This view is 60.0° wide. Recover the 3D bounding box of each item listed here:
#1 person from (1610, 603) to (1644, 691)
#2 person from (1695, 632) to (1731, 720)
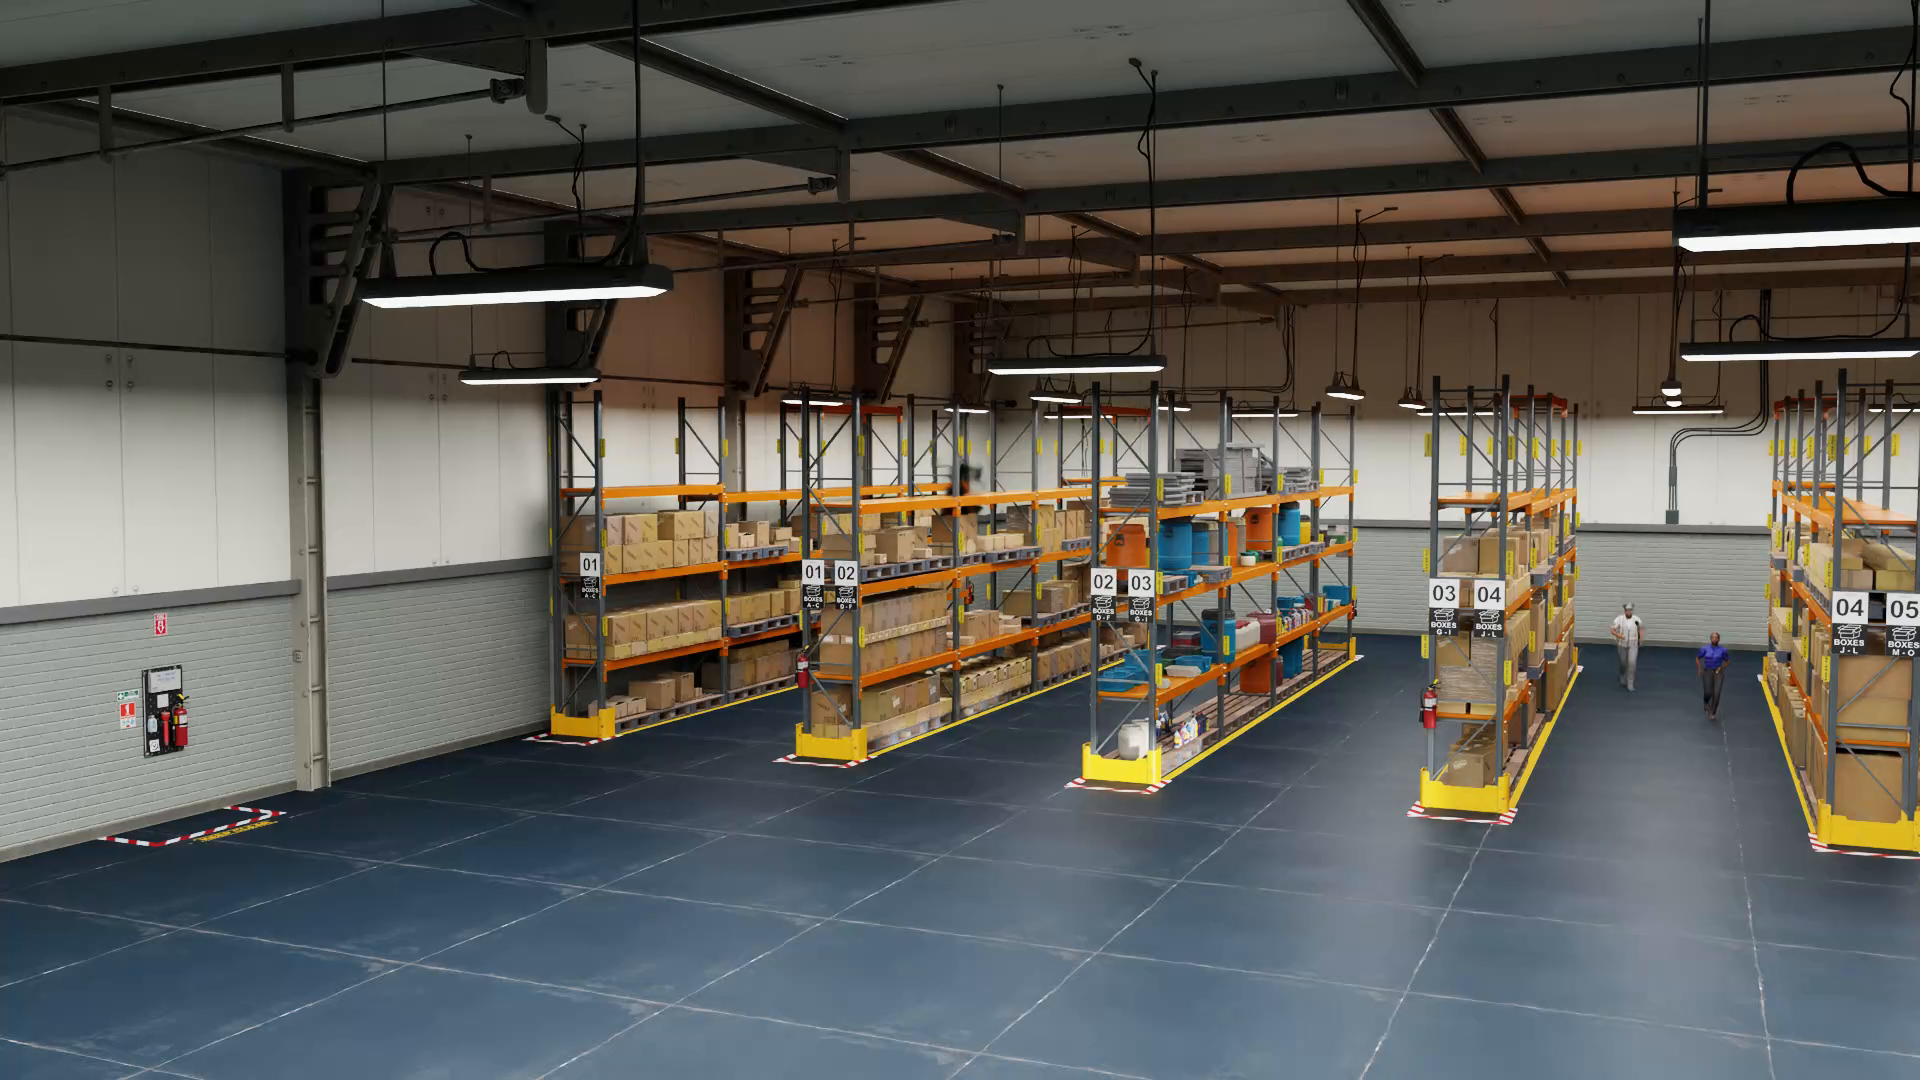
[{"bbox_3d":[13.928,2.203,34.723,0.659,1.791,0.913,1,3,20],"label":"person"},{"bbox_3d":[13.899,2.503,30.692,0.588,1.607,0.566,1,3,18],"label":"person"}]
